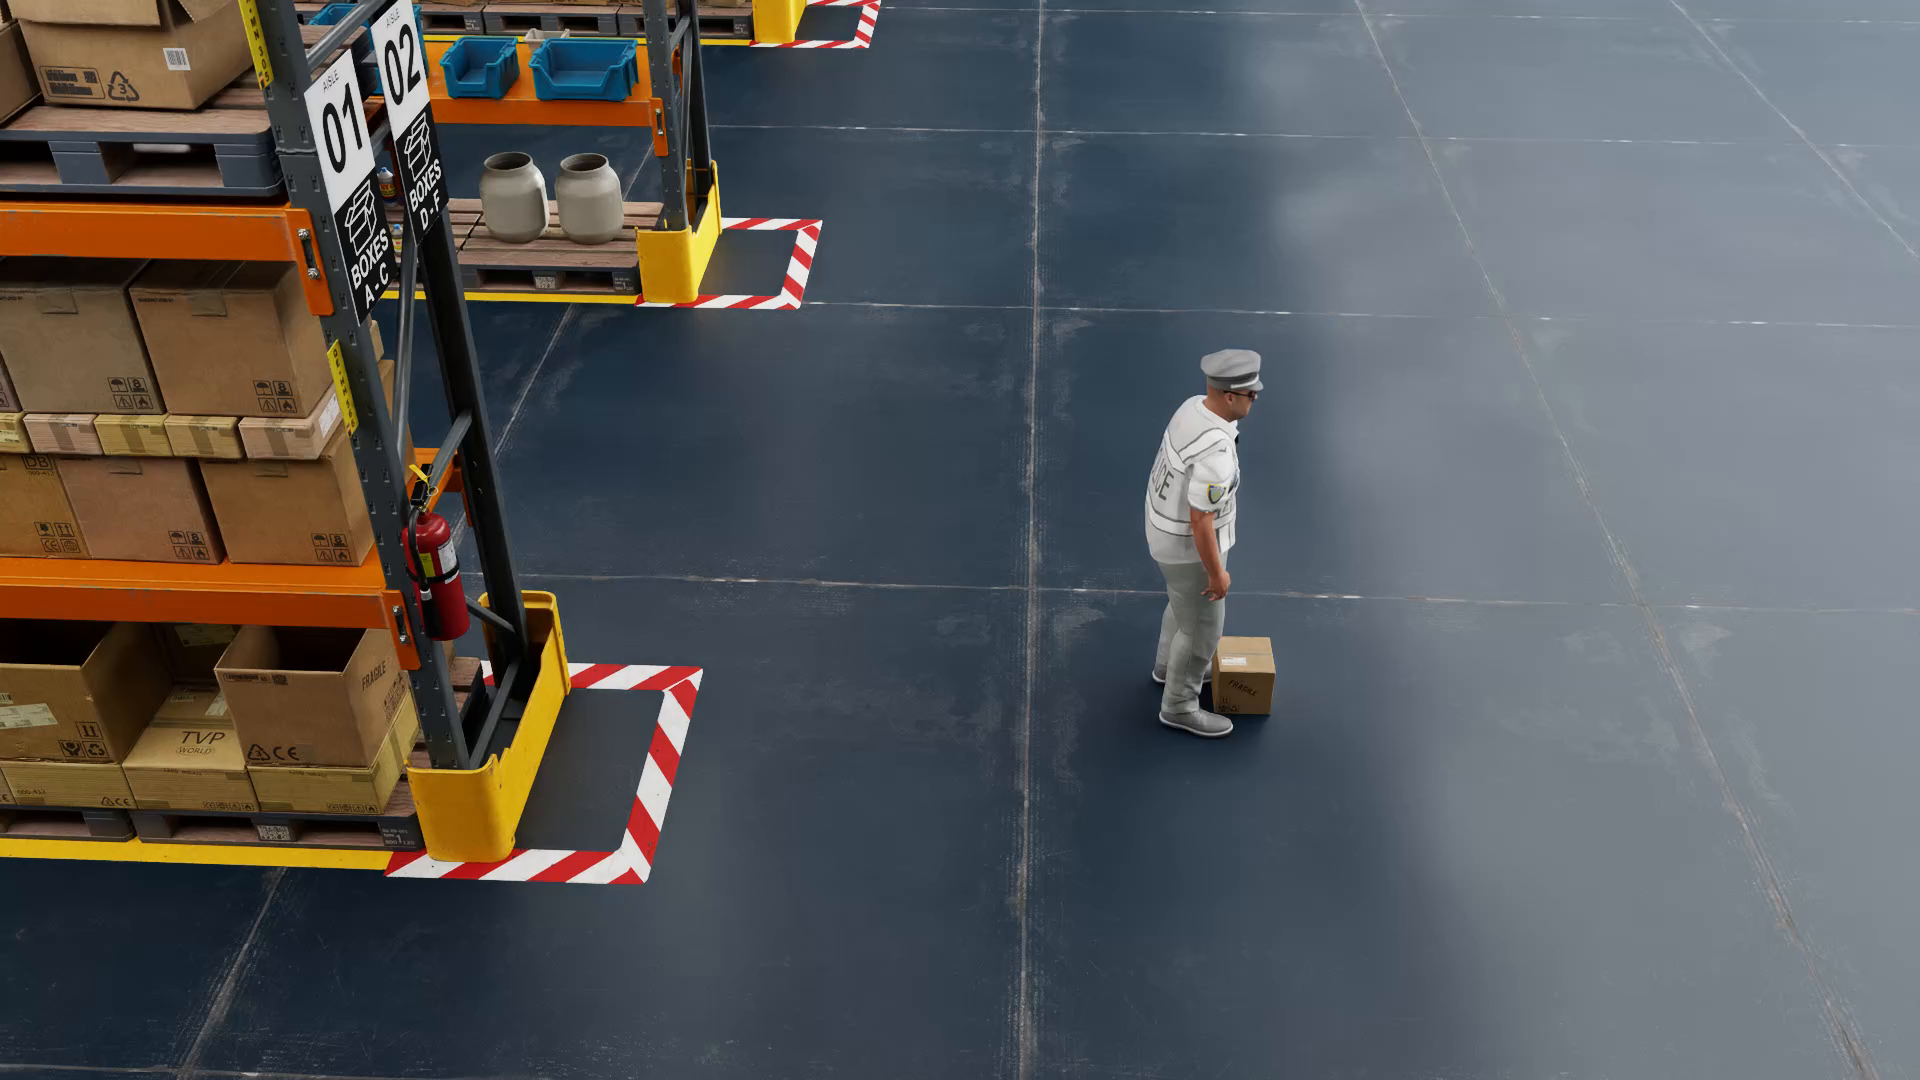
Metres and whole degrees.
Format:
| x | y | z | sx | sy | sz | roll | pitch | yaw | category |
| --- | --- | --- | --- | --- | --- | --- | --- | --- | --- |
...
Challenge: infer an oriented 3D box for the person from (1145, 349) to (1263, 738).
| x | y | z | sx | sy | sz | roll | pitch | yaw | category |
| --- | --- | --- | --- | --- | --- | --- | --- | --- | --- |
| 1.007 | -0.004 | 7.115 | 0.429 | 1.749 | 0.600 | 0 | 35 | 0 | person |
